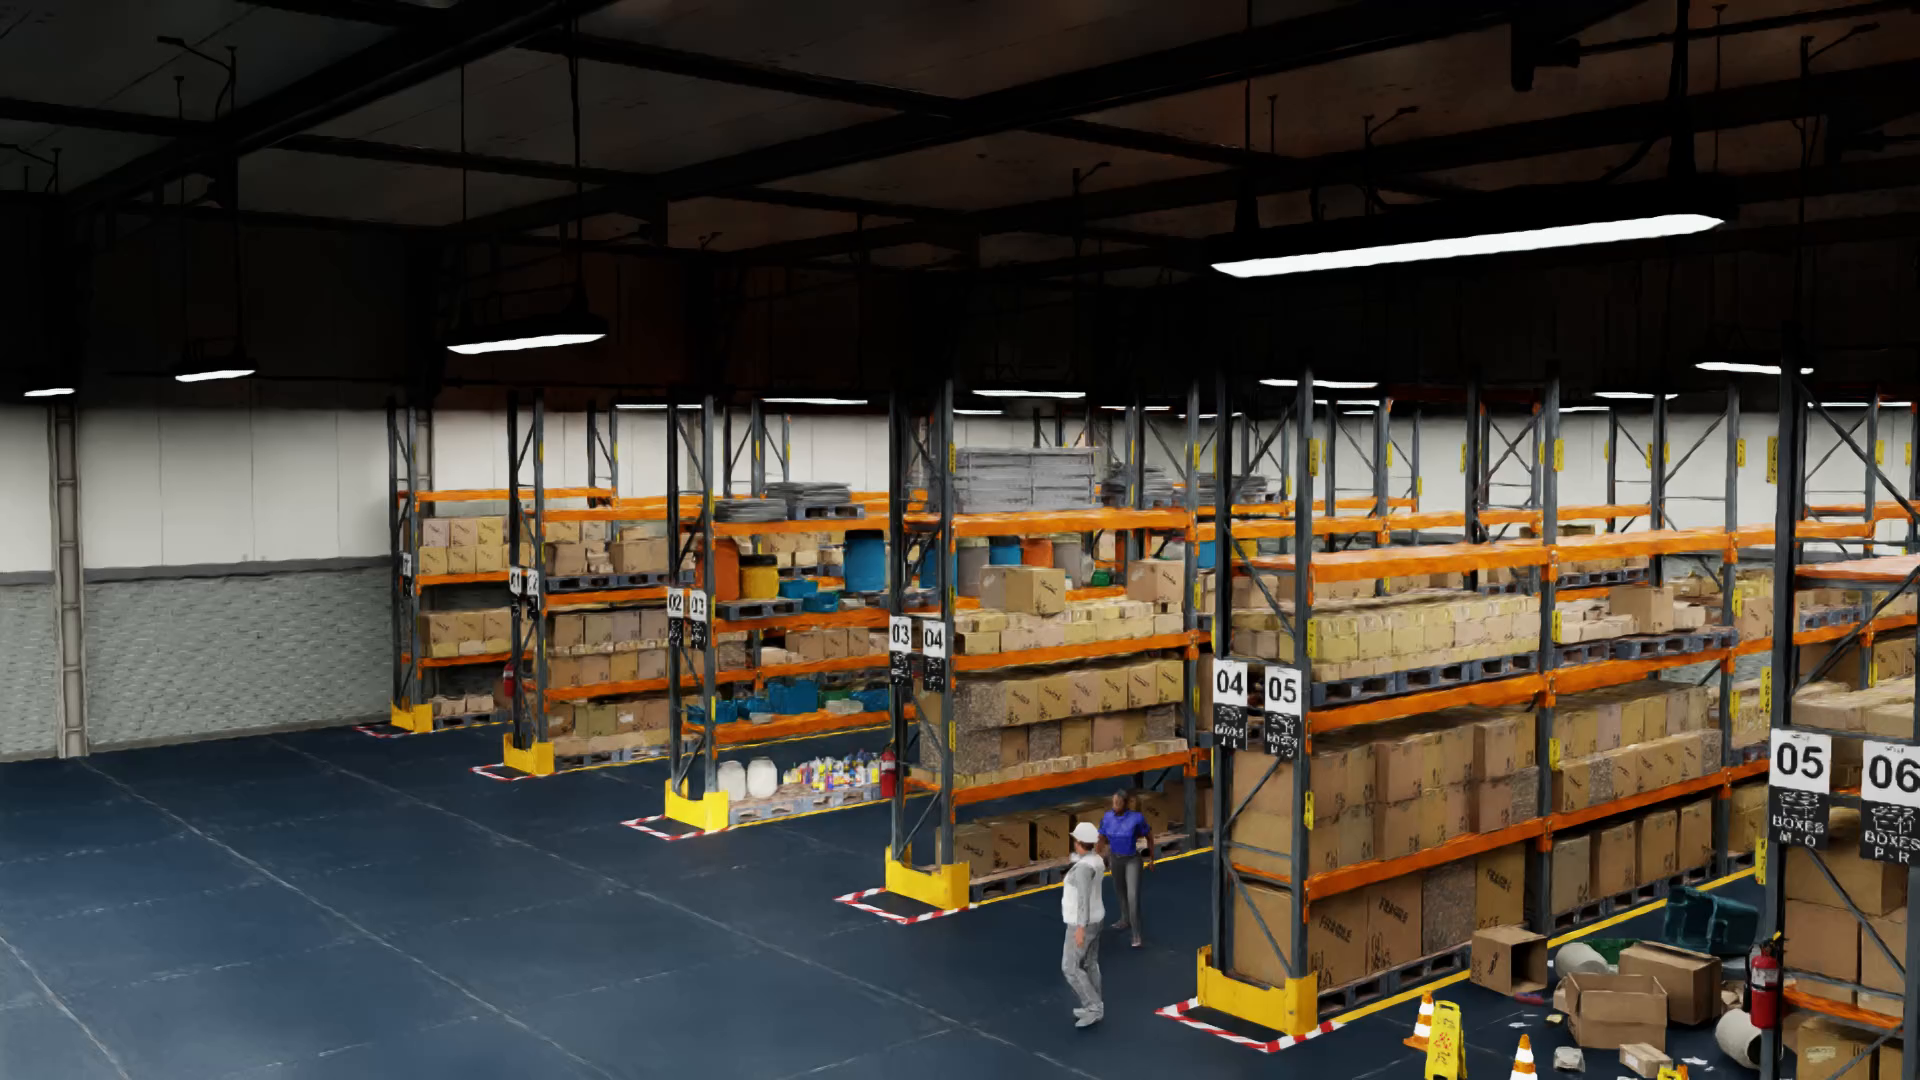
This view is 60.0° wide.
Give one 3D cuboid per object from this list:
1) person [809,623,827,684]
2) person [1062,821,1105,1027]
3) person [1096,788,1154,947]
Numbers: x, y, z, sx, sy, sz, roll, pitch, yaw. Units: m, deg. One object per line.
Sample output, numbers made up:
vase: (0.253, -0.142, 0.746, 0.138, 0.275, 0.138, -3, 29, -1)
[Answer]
person: (-2.880, 2.325, 34.088, 0.431, 1.677, 0.496, 1, 4, 18)
person: (1.118, 3.402, 14.829, 0.403, 1.766, 0.636, 1, 4, 19)
person: (1.757, 3.349, 17.307, 0.621, 1.588, 0.827, 2, 4, 32)
